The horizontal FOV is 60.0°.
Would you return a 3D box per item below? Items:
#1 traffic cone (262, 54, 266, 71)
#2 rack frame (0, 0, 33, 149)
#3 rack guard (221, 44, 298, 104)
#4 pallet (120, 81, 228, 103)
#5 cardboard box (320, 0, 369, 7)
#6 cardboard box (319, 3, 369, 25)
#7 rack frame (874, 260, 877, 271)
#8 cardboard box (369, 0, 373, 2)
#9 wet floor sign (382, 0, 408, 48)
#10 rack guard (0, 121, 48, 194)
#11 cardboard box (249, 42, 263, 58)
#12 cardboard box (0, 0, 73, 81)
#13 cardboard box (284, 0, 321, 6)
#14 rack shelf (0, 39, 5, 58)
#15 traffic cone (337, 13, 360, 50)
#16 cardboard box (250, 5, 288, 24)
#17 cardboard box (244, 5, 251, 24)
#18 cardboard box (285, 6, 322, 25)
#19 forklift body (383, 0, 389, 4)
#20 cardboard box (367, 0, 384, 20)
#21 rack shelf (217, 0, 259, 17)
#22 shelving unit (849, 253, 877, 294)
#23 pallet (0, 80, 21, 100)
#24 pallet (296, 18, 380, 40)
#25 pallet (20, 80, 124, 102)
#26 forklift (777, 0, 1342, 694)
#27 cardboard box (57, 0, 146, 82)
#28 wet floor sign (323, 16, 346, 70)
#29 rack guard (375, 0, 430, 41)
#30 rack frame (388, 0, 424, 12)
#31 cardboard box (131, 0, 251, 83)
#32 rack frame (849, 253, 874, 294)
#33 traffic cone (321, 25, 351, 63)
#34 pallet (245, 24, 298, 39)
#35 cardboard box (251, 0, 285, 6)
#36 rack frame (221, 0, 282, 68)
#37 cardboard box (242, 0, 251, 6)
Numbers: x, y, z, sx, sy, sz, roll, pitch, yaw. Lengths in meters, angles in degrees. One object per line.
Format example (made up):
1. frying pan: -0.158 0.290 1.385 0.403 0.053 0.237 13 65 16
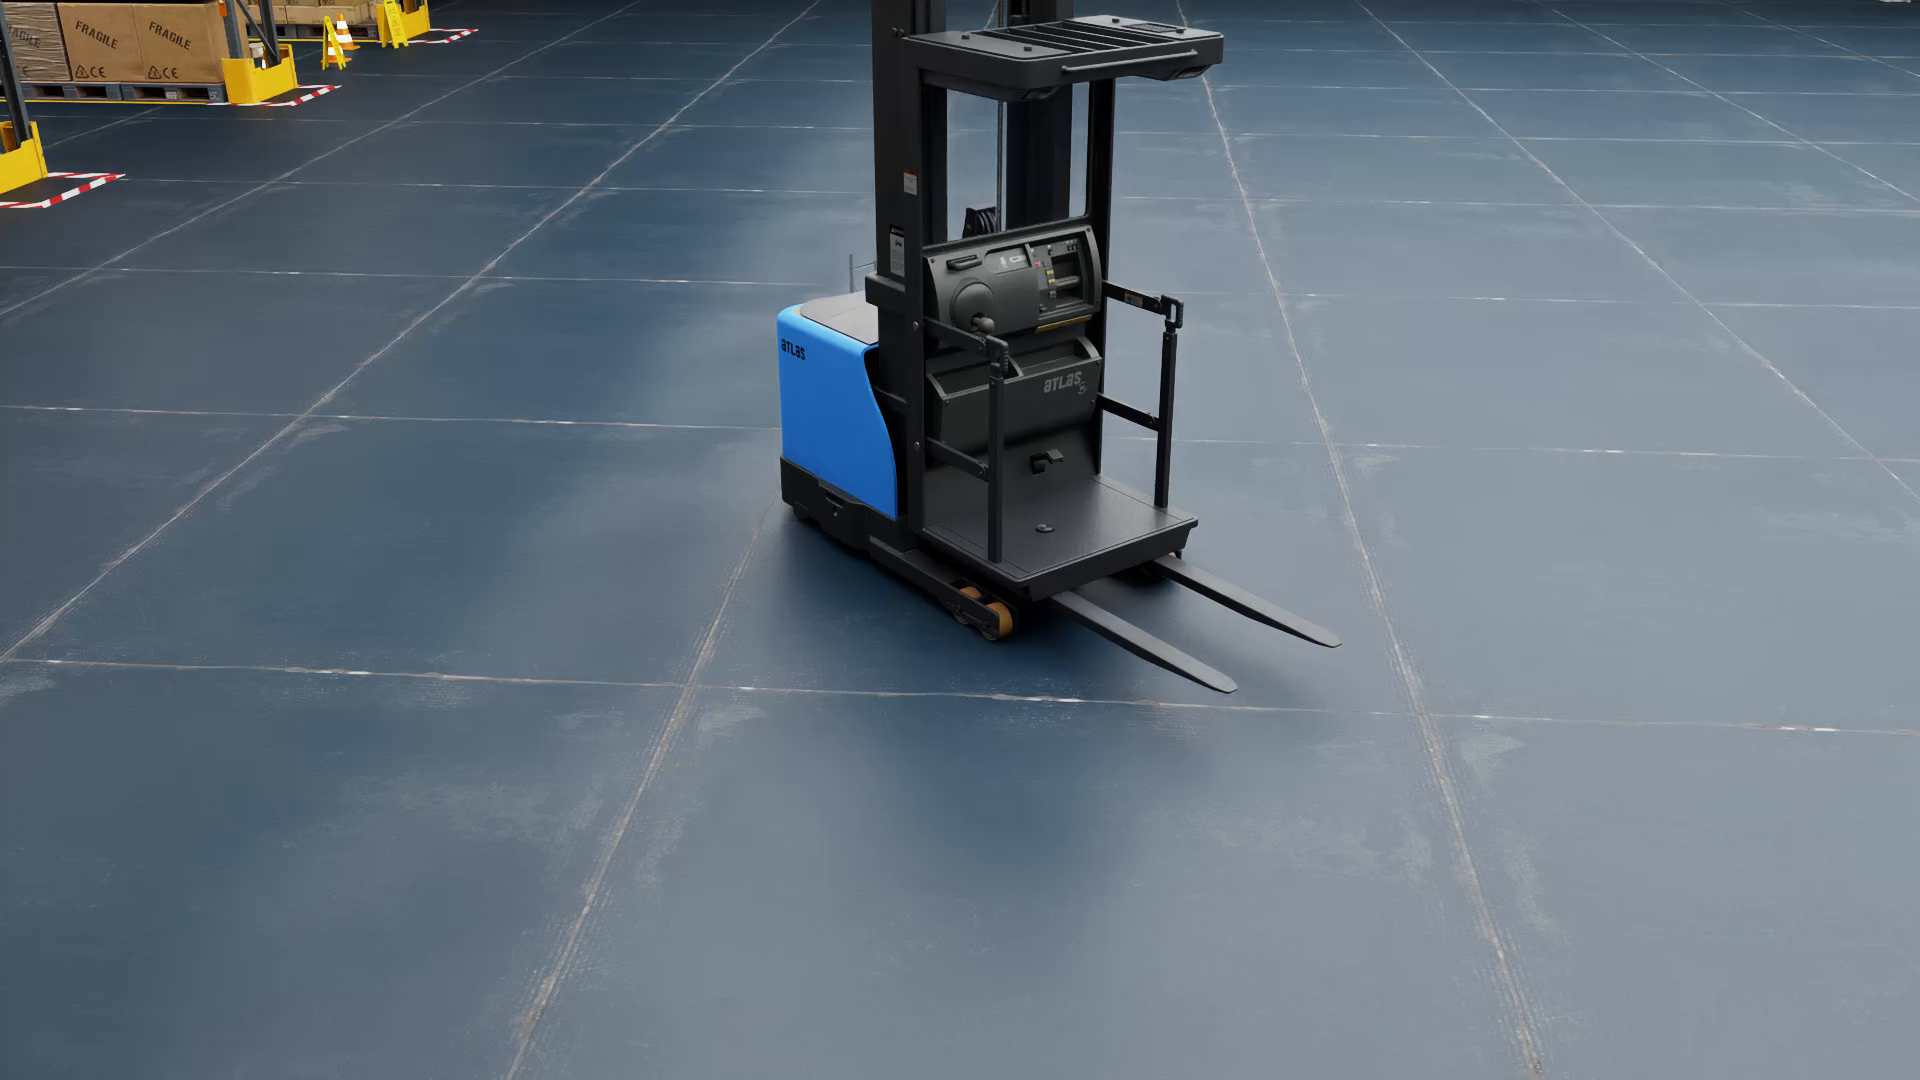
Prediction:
1. traffic cone: -8.698 -6.100 20.953 0.334 0.463 0.336 2 25 4
2. rack frame: -8.757 -4.580 14.614 0.127 3.000 1.000 2 25 4
3. rack guard: -8.253 -5.507 19.621 0.348 0.500 1.175 2 25 4
4. pallet: -9.080 -5.370 19.668 1.213 0.211 1.003 2 25 4
5. cardboard box: -8.818 -7.909 23.740 0.500 0.500 0.500 2 25 4
6. cardboard box: -8.849 -7.566 23.892 0.500 0.250 0.500 2 25 4
7. rack frame: -0.354 -0.916 8.806 0.006 1.200 0.240 21 32 38
8. cardboard box: -8.806 -8.134 24.229 0.500 0.500 0.500 1 25 2
9. wet floor sign: -7.891 -7.188 23.100 0.232 0.644 0.267 11 27 22
10. rack guard: -8.833 -3.447 15.142 0.348 0.500 1.175 2 25 4
11. cardboard box: -9.460 -6.615 22.448 0.250 0.149 0.380 16 29 31
12. cardboard box: -10.744 -5.921 19.568 0.875 0.875 0.875 2 25 4
13. cardboard box: -9.338 -7.925 23.774 0.500 0.500 0.500 3 25 6
14. rack shelf: -10.752 -4.317 14.904 4.000 0.370 1.077 2 25 4
15. traffic cone: -8.526 -7.034 22.982 0.334 0.463 0.336 2 25 4
16. cardboard box: -9.863 -7.600 23.965 0.500 0.250 0.500 1 25 2
17. cardboard box: -10.357 -7.620 24.009 0.500 0.250 0.500 2 25 3
18. cardboard box: -9.341 -7.585 23.933 0.500 0.250 0.500 2 25 4
19. forklift body: -9.653 -9.694 26.744 1.214 2.155 2.313 2 25 4
20. cardboard box: -8.782 -7.793 24.384 0.500 0.250 0.500 2 25 4
21. rack shelf: -10.271 -6.381 19.389 4.000 0.370 1.077 2 25 4
22. shelving unit: -0.422 -0.942 8.862 0.189 1.200 0.258 21 32 38
23. pallet: -11.513 -5.448 19.837 1.213 0.211 1.003 2 25 4
24. pallet: -8.882 -7.486 24.267 1.213 0.211 1.003 2 25 4
25. pallet: -10.293 -5.410 19.755 1.213 0.211 1.003 2 25 4
26. forklift: 0.380 -1.125 7.188 1.130 2.935 3.031 -18 30 -34
27. cardboard box: -9.836 -5.891 19.503 0.875 0.875 0.875 1 25 3
28. wet floor sign: -8.097 -6.398 21.384 0.232 0.644 0.267 -2 25 -5
29. rack guard: -8.075 -7.577 24.118 0.348 0.500 1.175 2 25 4
30. rack frame: -7.999 -8.710 23.591 0.127 3.000 1.000 2 25 4
31. cardboard box: -8.958 -5.863 19.444 0.875 0.875 0.875 2 25 4
32. rack frame: -0.489 -0.968 8.918 0.006 1.200 0.240 21 32 38
33. traffic cone: -8.272 -6.560 21.953 0.334 0.463 0.336 2 25 4
34. pallet: -10.095 -7.527 24.355 1.213 0.211 1.003 2 25 4
35. cardboard box: -9.841 -7.944 23.815 0.500 0.500 0.500 1 25 3
36. rack frame: -8.277 -6.644 19.100 0.127 3.000 1.000 2 25 4
37. cardboard box: -10.368 -7.959 23.849 0.500 0.500 0.500 3 25 7
